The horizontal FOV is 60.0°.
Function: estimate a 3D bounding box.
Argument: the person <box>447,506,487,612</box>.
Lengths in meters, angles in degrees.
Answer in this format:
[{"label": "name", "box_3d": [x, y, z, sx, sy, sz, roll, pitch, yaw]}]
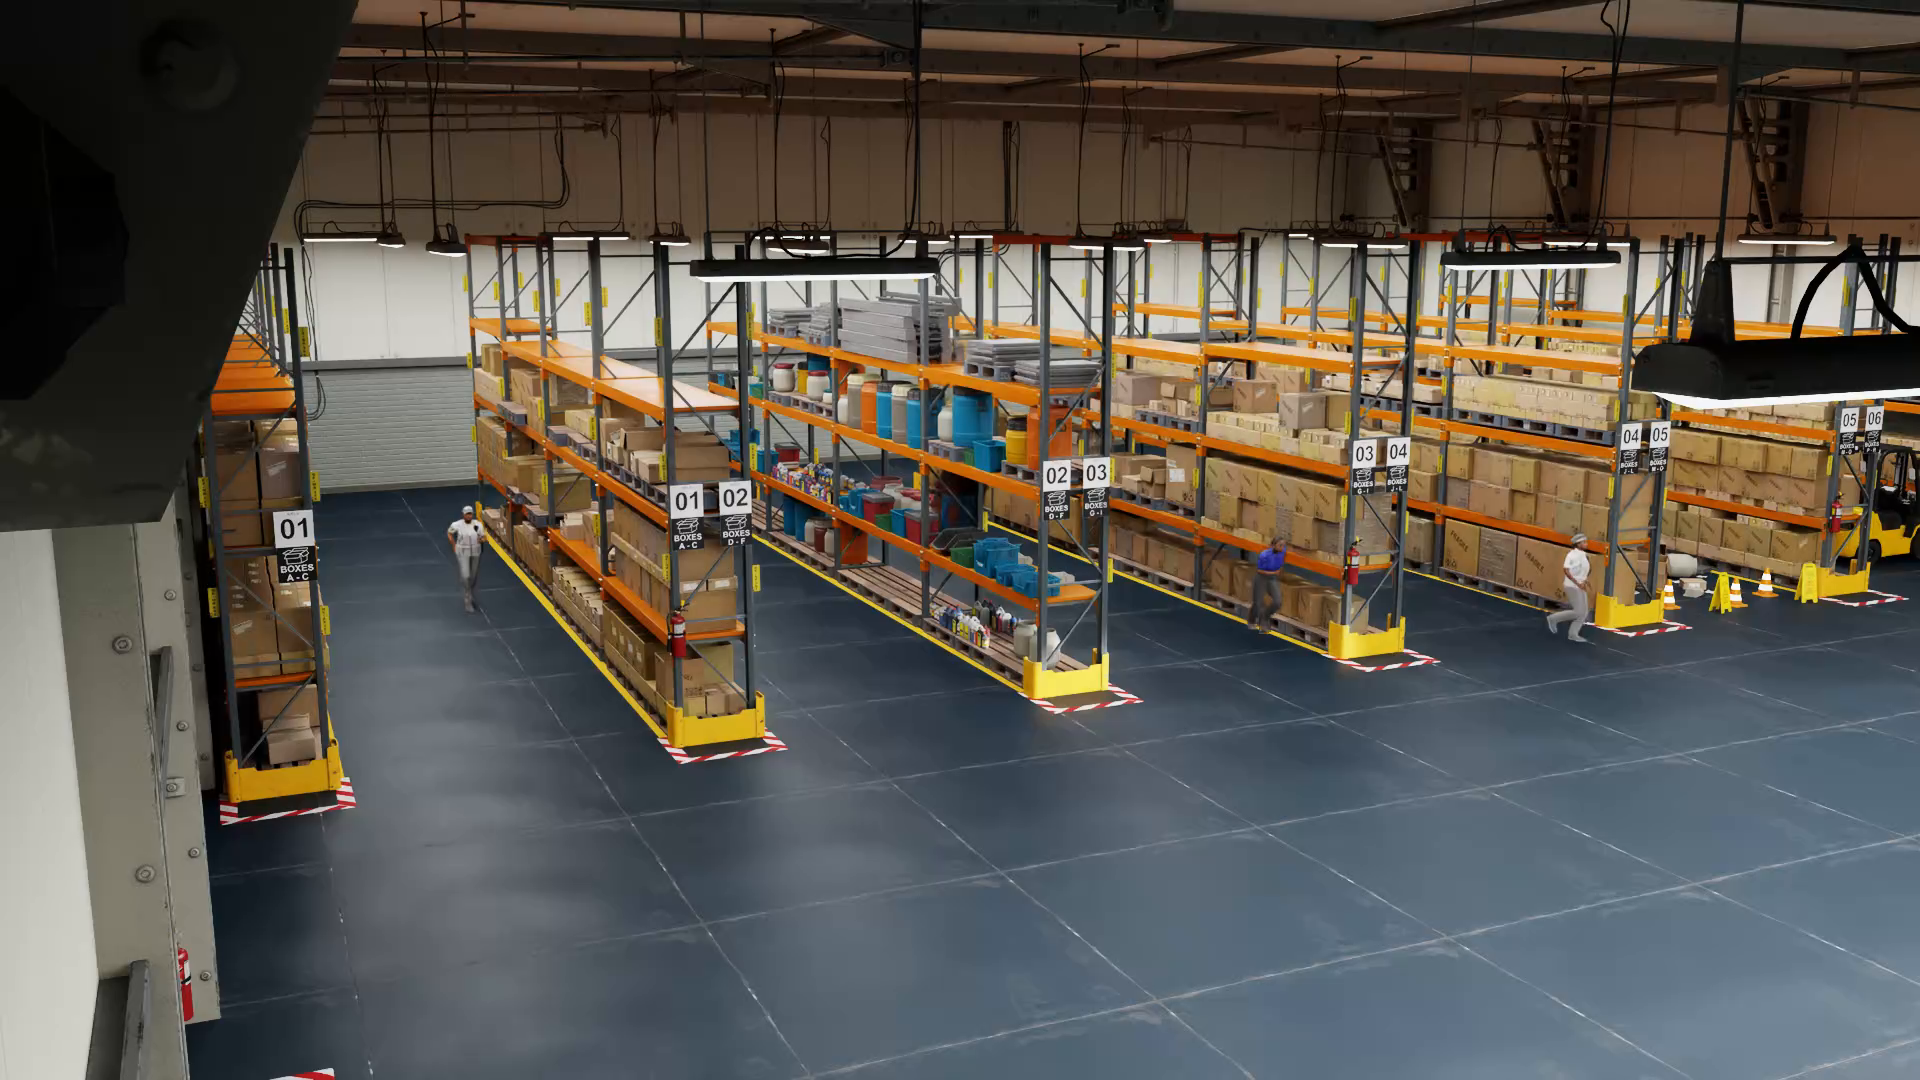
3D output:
[{"label": "person", "box_3d": [-8.061, 0.284, 27.324, 0.593, 1.724, 0.796, -7, 13, -30]}]

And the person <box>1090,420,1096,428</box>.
[{"label": "person", "box_3d": [3.179, -2.330, 41.117, 0.498, 1.566, 0.560, -6, 13, -29]}]

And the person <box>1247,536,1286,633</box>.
[{"label": "person", "box_3d": [4.567, 0.643, 24.503, 0.606, 1.499, 0.904, -5, 12, -23]}]

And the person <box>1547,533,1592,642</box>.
[{"label": "person", "box_3d": [9.314, 0.690, 25.275, 0.594, 1.650, 0.610, 8, 13, 35]}]
